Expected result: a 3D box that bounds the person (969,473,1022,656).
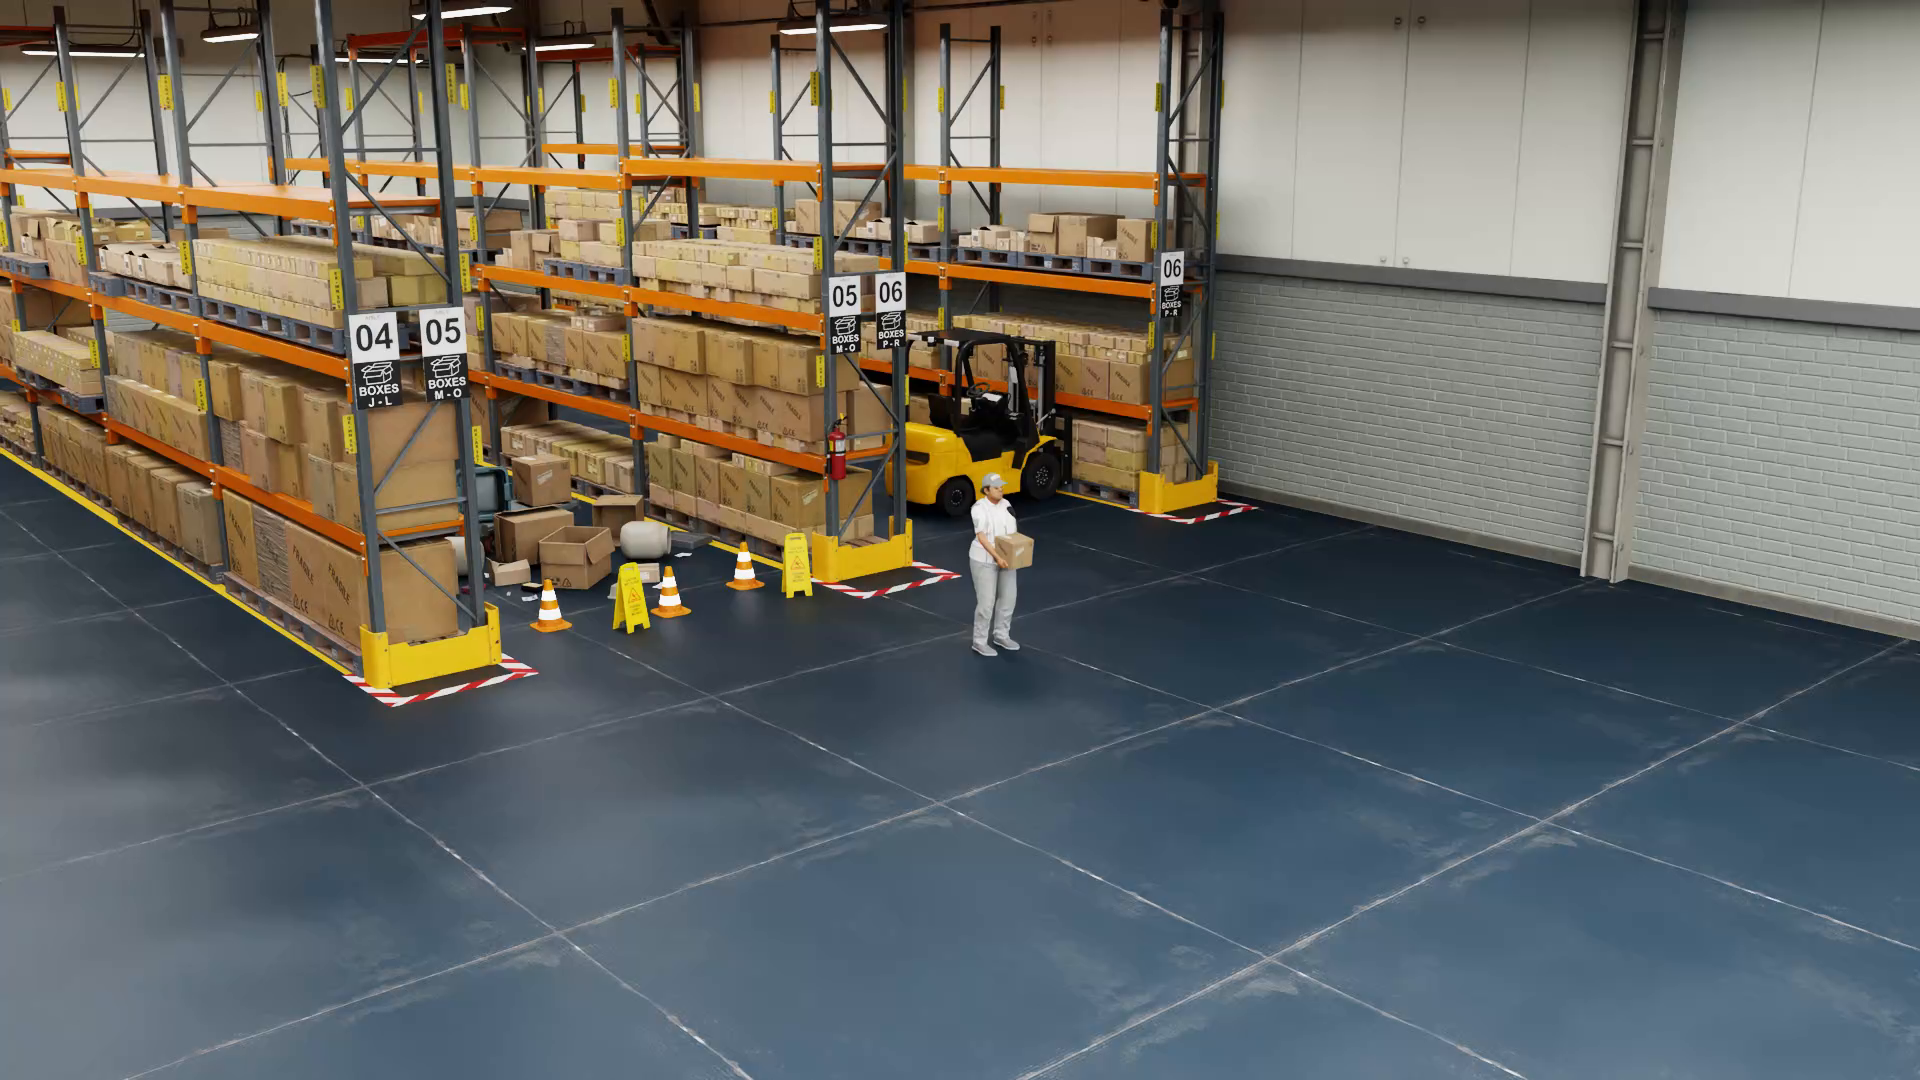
[{"bbox_3d":[0.362,0.219,15.154,0.452,1.654,0.535,-12,18,-39],"label":"person"}]
